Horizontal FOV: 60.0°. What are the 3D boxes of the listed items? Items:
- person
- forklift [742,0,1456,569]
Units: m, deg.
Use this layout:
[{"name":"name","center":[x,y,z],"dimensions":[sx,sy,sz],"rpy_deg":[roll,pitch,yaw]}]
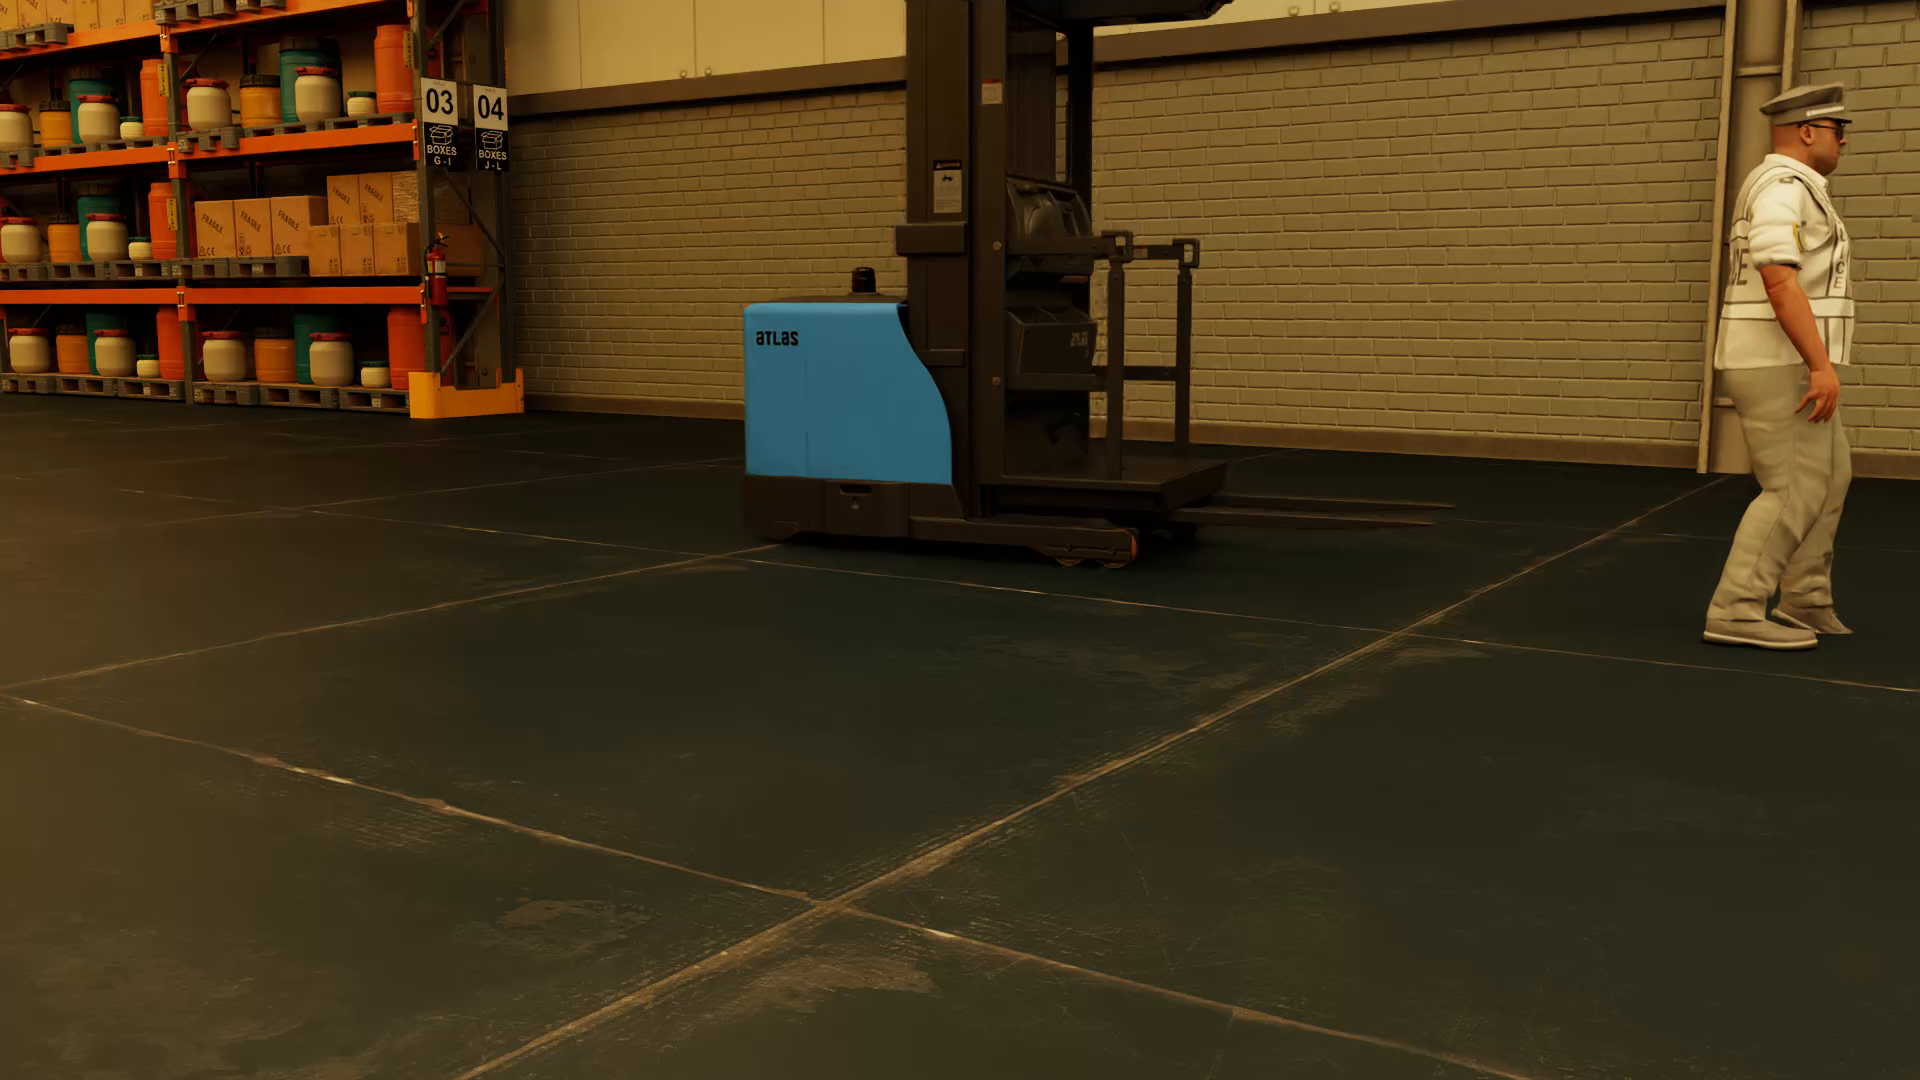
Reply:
[{"name":"person","center":[2.653,-0.506,5.202],"dimensions":[0.534,1.813,0.627],"rpy_deg":[3,9,19]},{"name":"forklift","center":[0.580,-1.418,7.168],"dimensions":[3.031,2.935,1.130],"rpy_deg":[4,9,23]}]
